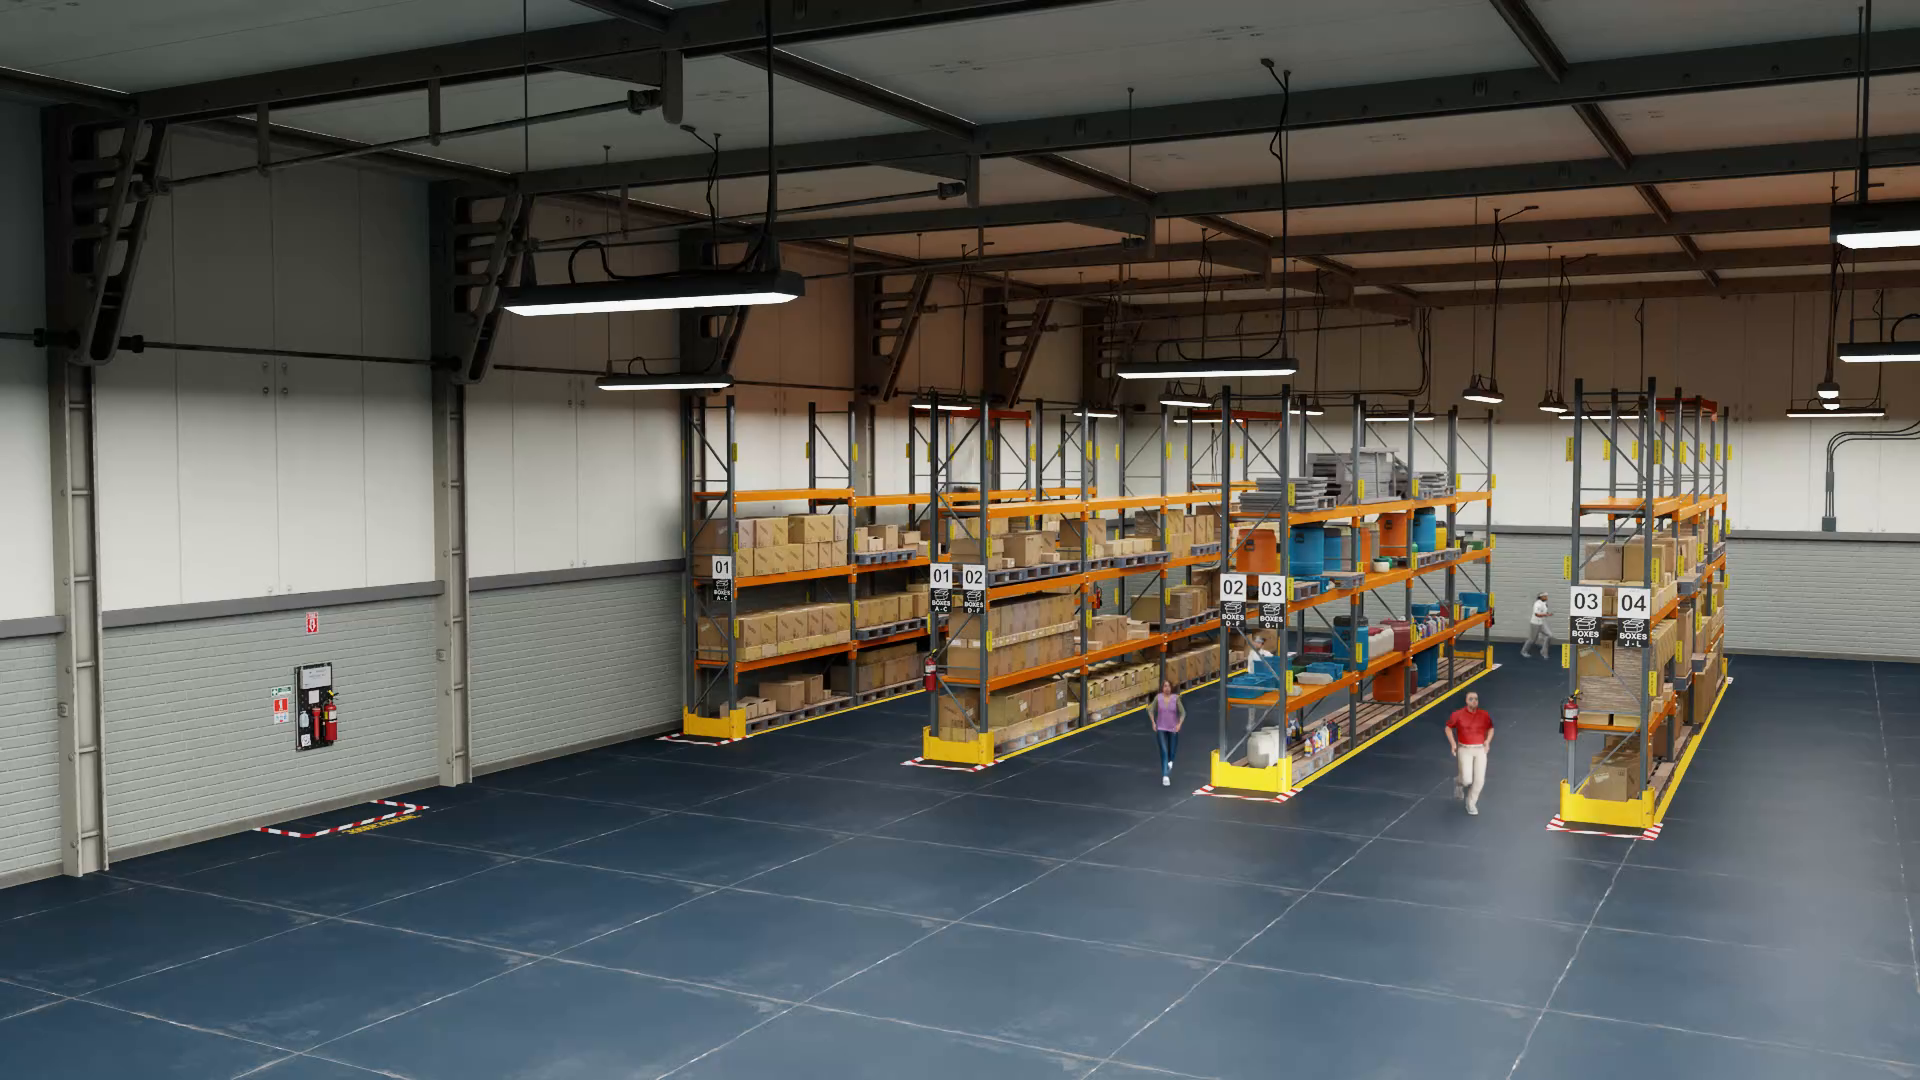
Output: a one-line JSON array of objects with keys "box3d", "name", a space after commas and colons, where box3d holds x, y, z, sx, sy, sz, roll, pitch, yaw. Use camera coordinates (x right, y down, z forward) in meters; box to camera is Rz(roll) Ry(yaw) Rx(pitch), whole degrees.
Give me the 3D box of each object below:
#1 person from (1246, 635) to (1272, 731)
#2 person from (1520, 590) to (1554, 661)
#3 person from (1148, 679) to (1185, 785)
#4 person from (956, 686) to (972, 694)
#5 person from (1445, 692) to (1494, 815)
[{"box3d": [5.482, 2.576, 30.338, 0.584, 1.702, 1.094, 1, 3, 25], "name": "person"}, {"box3d": [13.941, 2.059, 40.133, 0.828, 1.713, 0.599, 3, 4, 43], "name": "person"}, {"box3d": [3.139, 2.898, 25.304, 0.564, 1.566, 0.686, 0, 3, 4], "name": "person"}, {"box3d": [0.143, 2.533, 31.380, 0.693, 1.678, 0.683, 1, 3, 25], "name": "person"}, {"box3d": [7.122, 2.951, 23.199, 0.667, 1.686, 0.599, 0, 3, 2], "name": "person"}]
